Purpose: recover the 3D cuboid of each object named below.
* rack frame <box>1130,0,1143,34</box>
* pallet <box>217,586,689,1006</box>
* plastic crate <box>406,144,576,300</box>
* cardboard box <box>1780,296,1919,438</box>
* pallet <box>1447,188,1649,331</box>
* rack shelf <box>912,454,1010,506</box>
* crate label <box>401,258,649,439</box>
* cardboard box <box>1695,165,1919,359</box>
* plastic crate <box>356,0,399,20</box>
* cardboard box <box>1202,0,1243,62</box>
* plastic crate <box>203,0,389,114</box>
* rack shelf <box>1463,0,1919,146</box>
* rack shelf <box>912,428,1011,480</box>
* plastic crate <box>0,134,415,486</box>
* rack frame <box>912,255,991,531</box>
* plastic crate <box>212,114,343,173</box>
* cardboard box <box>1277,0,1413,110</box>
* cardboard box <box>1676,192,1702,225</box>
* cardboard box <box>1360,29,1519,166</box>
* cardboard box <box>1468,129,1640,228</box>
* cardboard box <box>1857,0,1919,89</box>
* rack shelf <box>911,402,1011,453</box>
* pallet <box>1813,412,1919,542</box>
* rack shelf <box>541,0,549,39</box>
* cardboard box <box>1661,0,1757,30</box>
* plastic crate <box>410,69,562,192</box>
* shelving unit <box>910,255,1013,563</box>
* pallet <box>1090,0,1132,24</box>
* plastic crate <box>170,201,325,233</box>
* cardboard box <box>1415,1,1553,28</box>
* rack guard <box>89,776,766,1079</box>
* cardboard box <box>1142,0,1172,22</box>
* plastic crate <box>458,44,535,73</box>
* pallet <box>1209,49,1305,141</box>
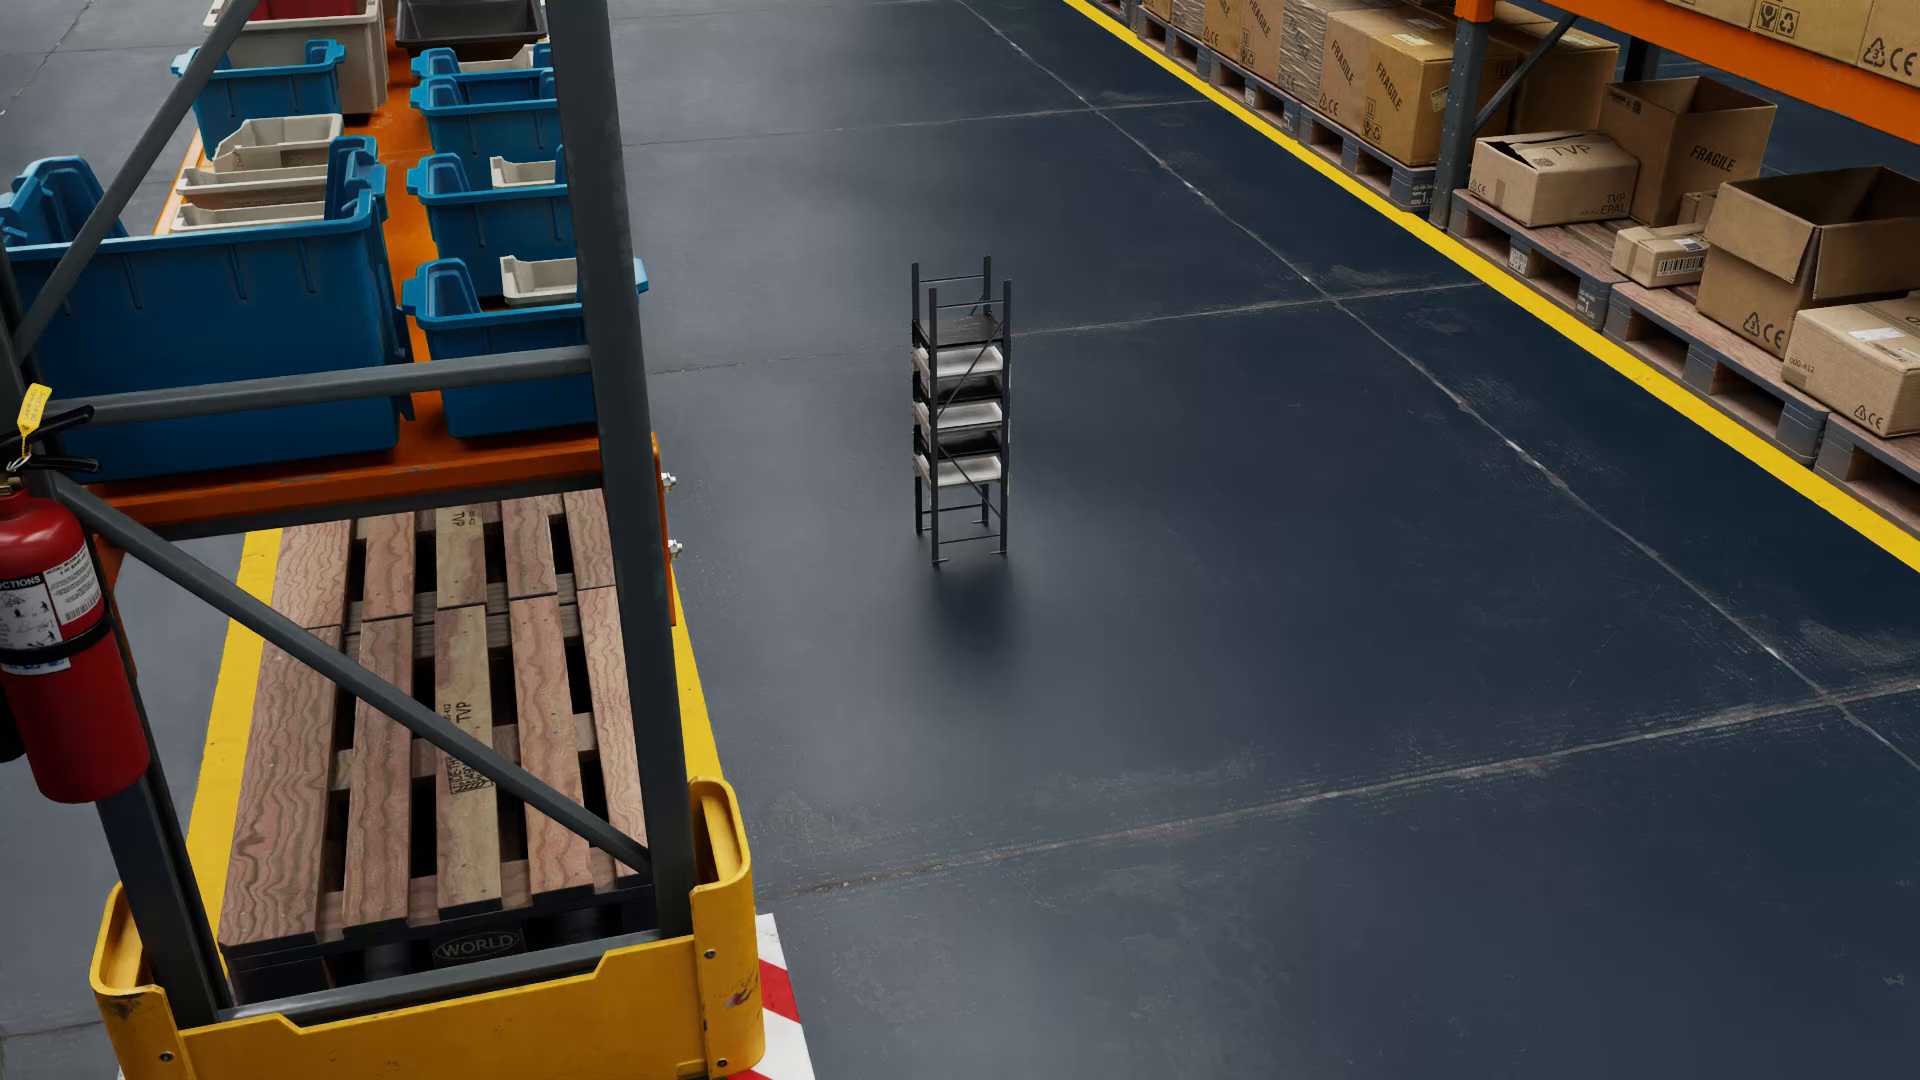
[{"bbox_3d":[1.638,-4.759,10.477,1.000,3.000,0.127,-8,31,-13],"label":"rack frame"},{"bbox_3d":[-1.196,0.565,4.063,1.003,0.211,1.213,-8,31,-13],"label":"pallet"},{"bbox_3d":[-0.938,-0.673,3.525,0.416,0.233,0.300,-8,31,-13],"label":"plastic crate"},{"bbox_3d":[3.157,-0.588,5.577,0.500,0.250,0.500,-8,31,-13],"label":"cardboard box"},{"bbox_3d":[2.881,-1.288,7.265,1.003,0.211,1.213,-8,31,-13],"label":"pallet"},{"bbox_3d":[0.002,-0.201,5.125,0.258,0.077,0.200,-8,31,-13],"label":"rack shelf"},{"bbox_3d":[-0.763,-0.355,2.976,0.416,0.233,0.303,-8,31,-13],"label":"crate label"},{"bbox_3d":[3.204,-1.030,6.088,0.797,0.503,0.637,-8,31,-13],"label":"cardboard box"},{"bbox_3d":[-2.091,-1.838,5.635,0.396,0.136,0.243,-8,31,-13],"label":"plastic crate"},{"bbox_3d":[1.756,-3.114,9.693,0.500,0.500,0.500,-8,31,-14],"label":"cardboard box"},{"bbox_3d":[-1.849,-1.383,4.703,0.437,0.282,0.530,-8,31,-13],"label":"plastic crate"},{"bbox_3d":[3.231,-1.550,5.651,1.077,0.370,4.000,-8,31,-13],"label":"rack shelf"},{"bbox_3d":[0.002,-0.279,5.080,0.258,0.077,0.200,-8,31,-13],"label":"rack shelf"},{"bbox_3d":[-1.284,-0.416,2.880,0.616,0.435,0.499,-8,31,-13],"label":"plastic crate"},{"bbox_3d":[-0.025,-0.435,5.103,0.240,0.900,0.006,-8,31,-13],"label":"rack frame"},{"bbox_3d":[-1.663,-0.933,4.072,0.298,0.136,0.250,-8,31,-13],"label":"plastic crate"},{"bbox_3d":[2.037,-2.618,8.834,0.500,0.500,0.500,-7,31,-13],"label":"cardboard box"},{"bbox_3d":[3.282,-1.373,7.034,0.380,0.149,0.250,-8,31,-13],"label":"cardboard box"},{"bbox_3d":[2.293,-2.136,8.001,0.500,0.500,0.500,-8,31,-14],"label":"cardboard box"},{"bbox_3d":[2.603,-1.622,7.303,0.500,0.311,0.500,-8,31,-13],"label":"cardboard box"},{"bbox_3d":[3.112,-1.610,4.938,0.500,0.500,0.500,-8,31,-13],"label":"cardboard box"},{"bbox_3d":[0.002,-0.357,5.034,0.258,0.077,0.200,-8,31,-13],"label":"rack shelf"},{"bbox_3d":[3.529,-0.110,5.229,1.003,0.211,1.213,-8,31,-13],"label":"pallet"},{"bbox_3d":[-2.608,-2.825,7.854,1.077,0.370,4.000,-8,31,-13],"label":"rack shelf"},{"bbox_3d":[2.842,-2.099,5.782,0.500,0.500,0.500,-8,31,-14],"label":"cardboard box"},{"bbox_3d":[-1.113,-0.991,4.074,0.416,0.233,0.300,-8,31,-13],"label":"plastic crate"},{"bbox_3d":[0.002,-0.386,5.018,0.258,0.900,0.210,-8,31,-13],"label":"shelving unit"},{"bbox_3d":[1.457,-3.955,11.872,1.003,0.211,1.213,-8,31,-13],"label":"pallet"},{"bbox_3d":[-1.469,-0.662,3.602,0.396,0.136,0.243,-8,31,-13],"label":"plastic crate"},{"bbox_3d":[2.654,-2.458,8.558,0.500,0.500,0.500,-7,31,-13],"label":"cardboard box"},{"bbox_3d":[-0.996,0.854,3.276,1.175,0.500,0.348,-8,31,-13],"label":"rack guard"},{"bbox_3d":[1.484,-3.609,10.548,0.500,0.500,0.500,-7,31,-11],"label":"cardboard box"},{"bbox_3d":[-1.325,-1.281,4.672,0.293,0.136,0.466,-8,31,-13],"label":"plastic crate"},{"bbox_3d":[2.120,-2.598,9.528,1.003,0.211,1.213,-8,31,-13],"label":"pallet"}]
